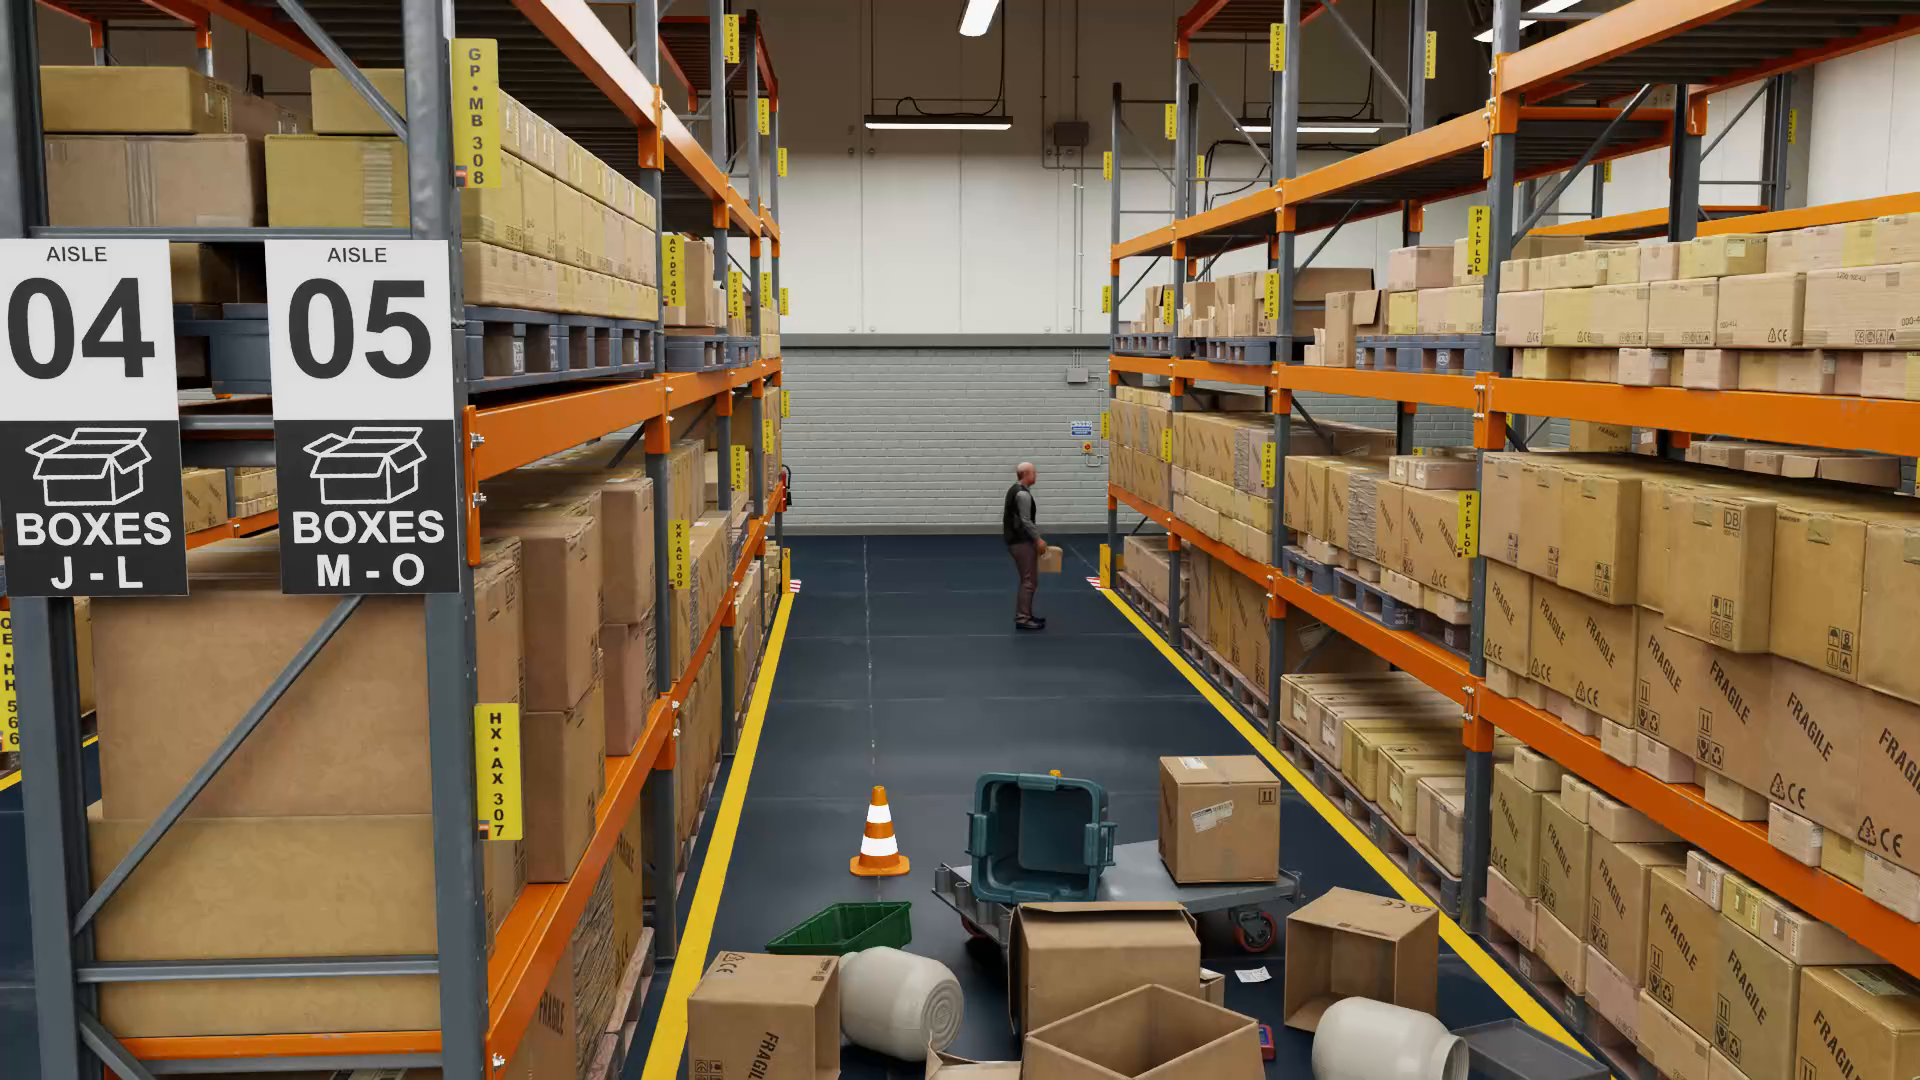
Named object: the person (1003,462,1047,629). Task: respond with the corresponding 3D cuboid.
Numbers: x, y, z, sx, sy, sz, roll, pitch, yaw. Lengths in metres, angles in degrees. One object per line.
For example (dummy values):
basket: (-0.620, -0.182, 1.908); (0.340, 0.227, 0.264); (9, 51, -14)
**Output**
person: (0.684, 0.046, 17.432); (0.470, 1.727, 0.551); (-1, 7, -5)
